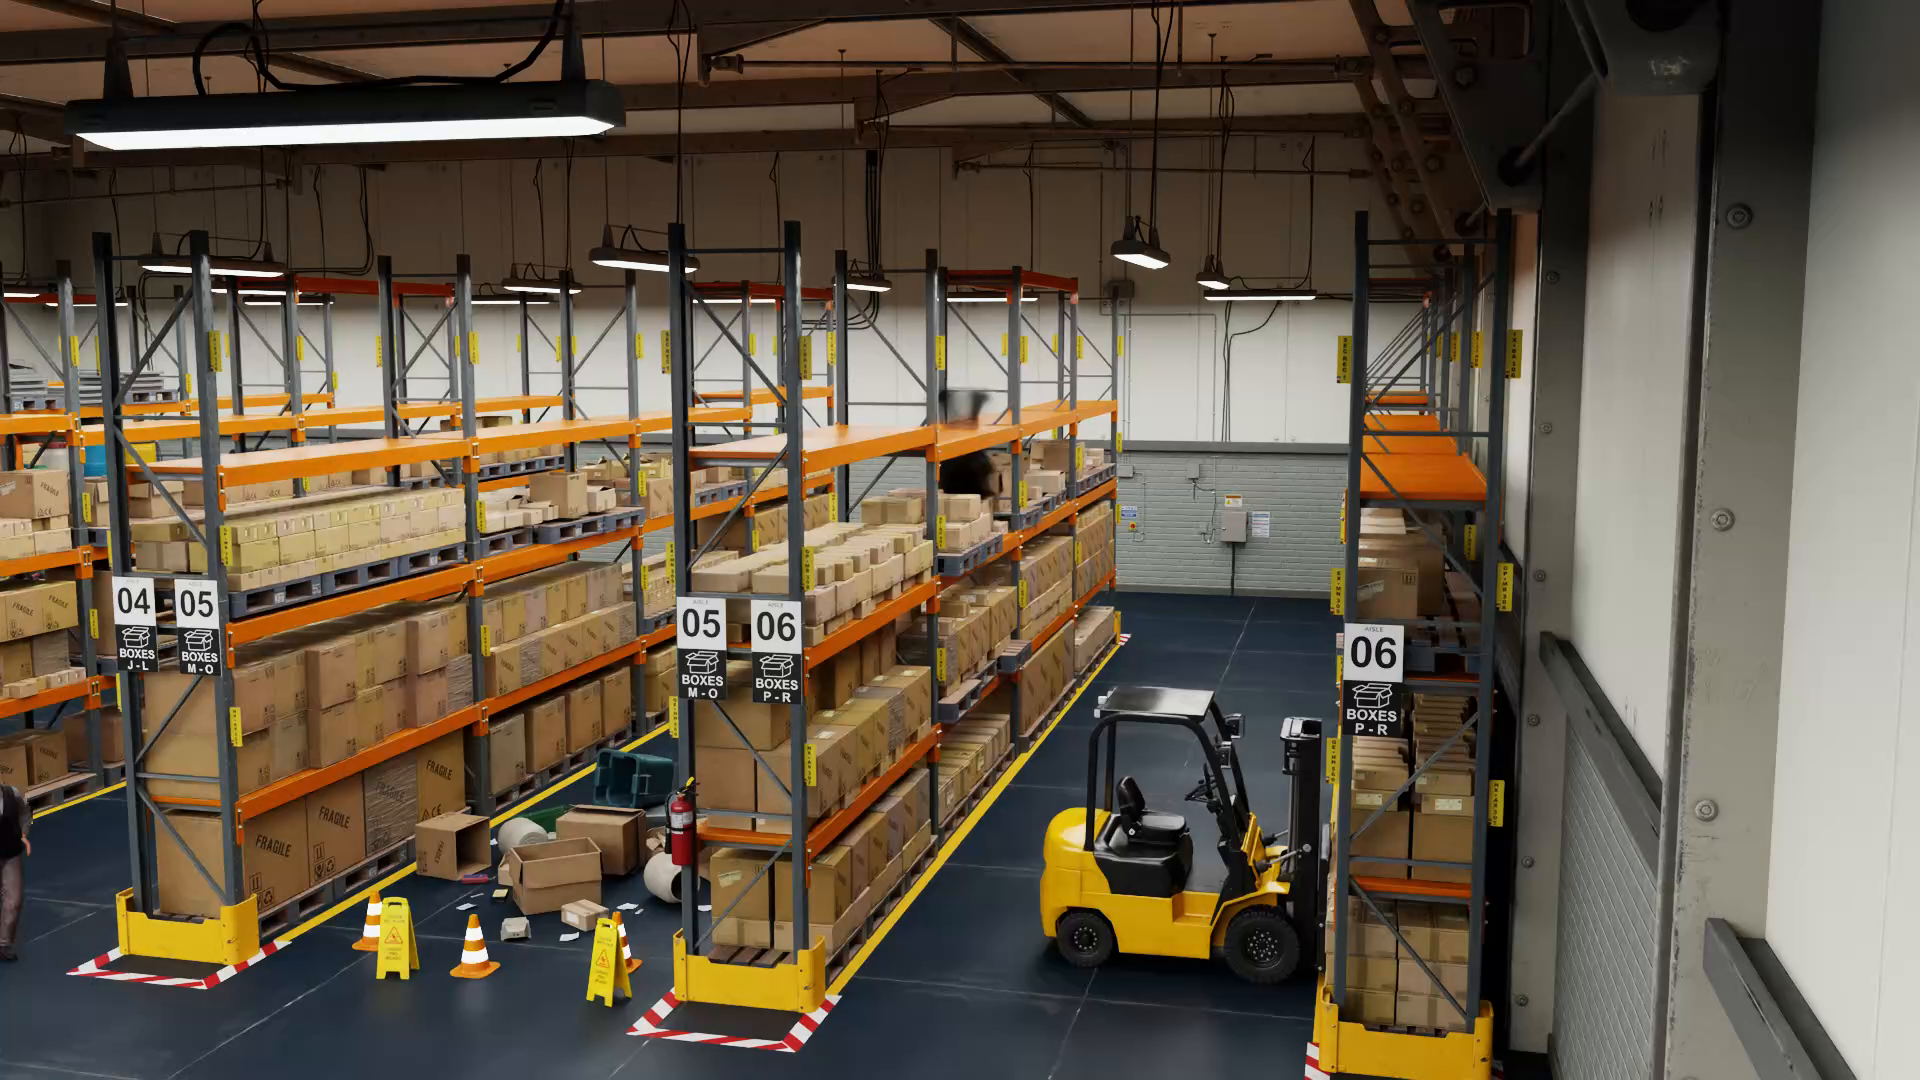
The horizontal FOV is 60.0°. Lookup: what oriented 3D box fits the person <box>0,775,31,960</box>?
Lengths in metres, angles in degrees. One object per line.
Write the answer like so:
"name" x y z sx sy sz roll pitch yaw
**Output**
"person" -8.117 2.653 13.936 0.688 1.676 0.672 6 9 42
